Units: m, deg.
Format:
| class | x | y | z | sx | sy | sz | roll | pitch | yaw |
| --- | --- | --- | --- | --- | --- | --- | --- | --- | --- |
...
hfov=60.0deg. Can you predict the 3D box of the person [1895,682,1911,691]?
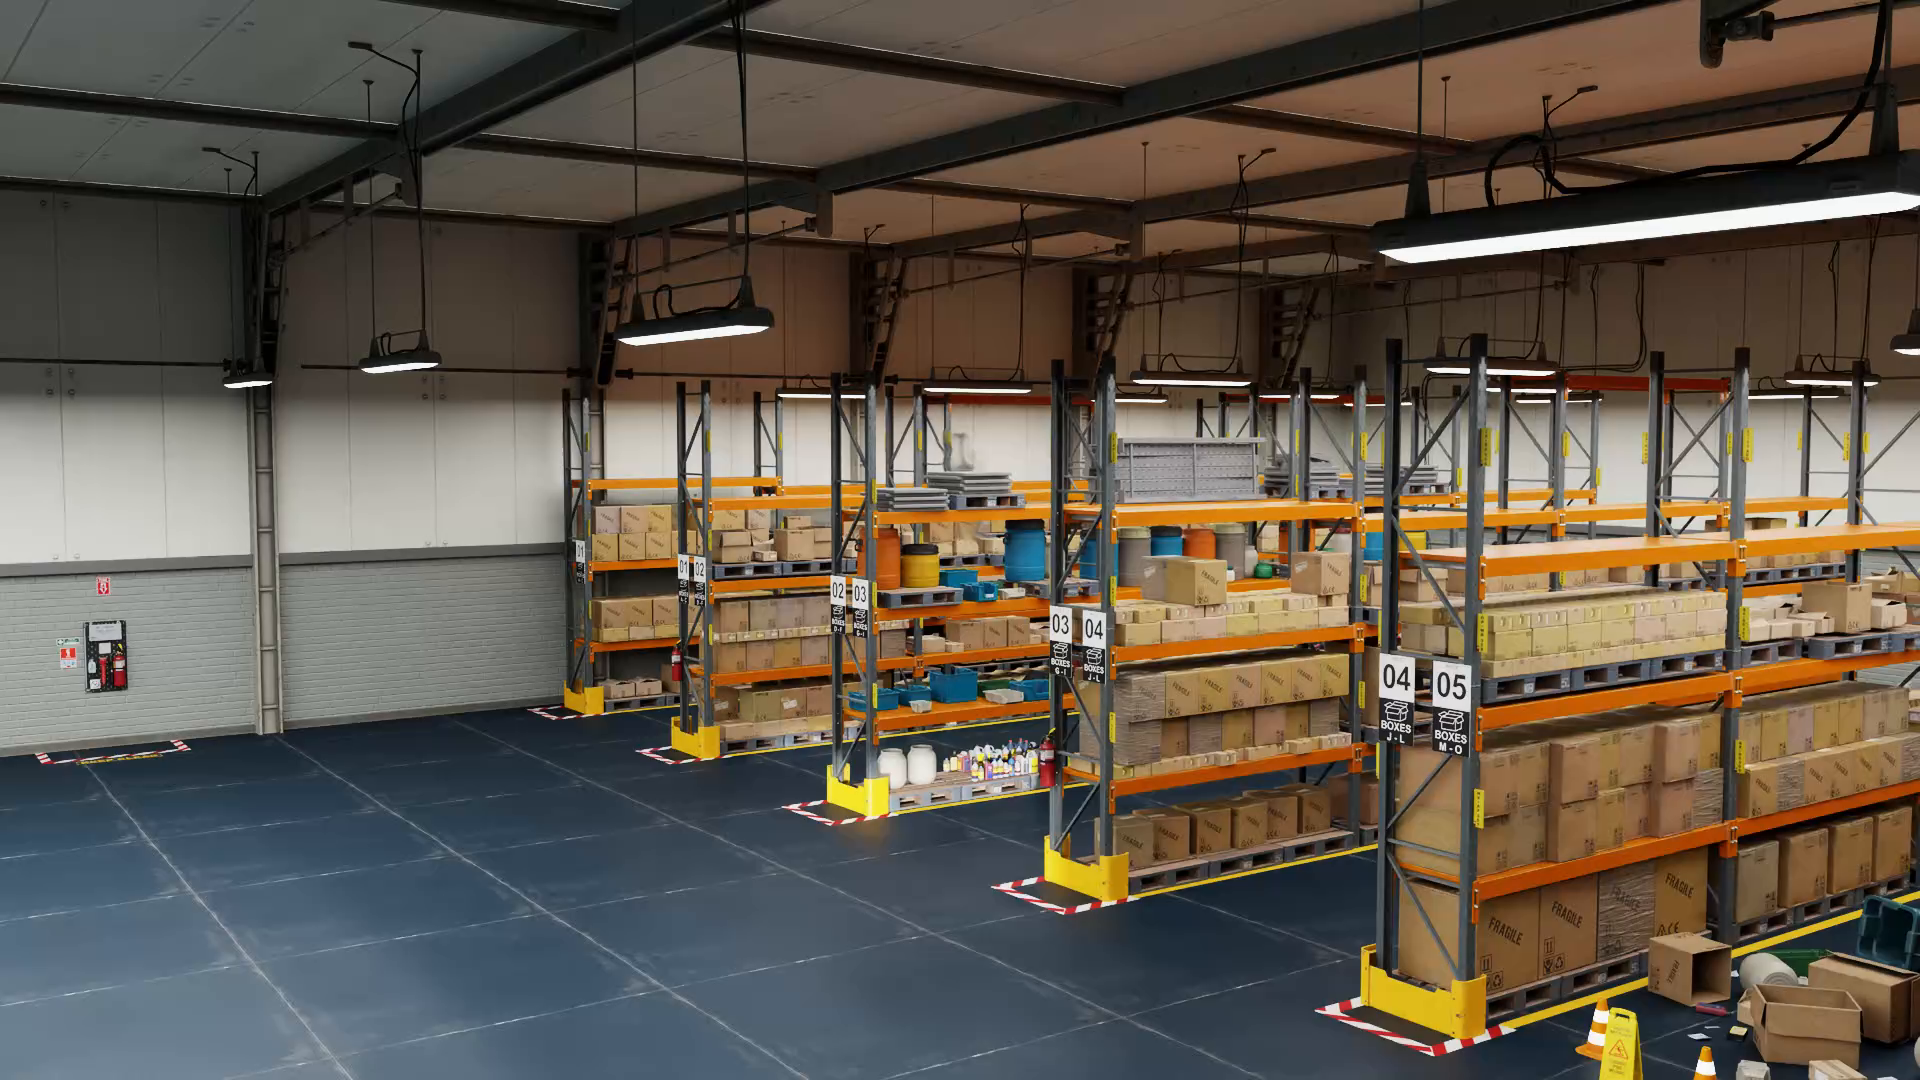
| class | x | y | z | sx | sy | sz | roll | pitch | yaw |
| --- | --- | --- | --- | --- | --- | --- | --- | --- | --- |
| person | 12.748 | 2.810 | 22.541 | 1.049 | 1.762 | 0.672 | -3 | 5 | -36 |
